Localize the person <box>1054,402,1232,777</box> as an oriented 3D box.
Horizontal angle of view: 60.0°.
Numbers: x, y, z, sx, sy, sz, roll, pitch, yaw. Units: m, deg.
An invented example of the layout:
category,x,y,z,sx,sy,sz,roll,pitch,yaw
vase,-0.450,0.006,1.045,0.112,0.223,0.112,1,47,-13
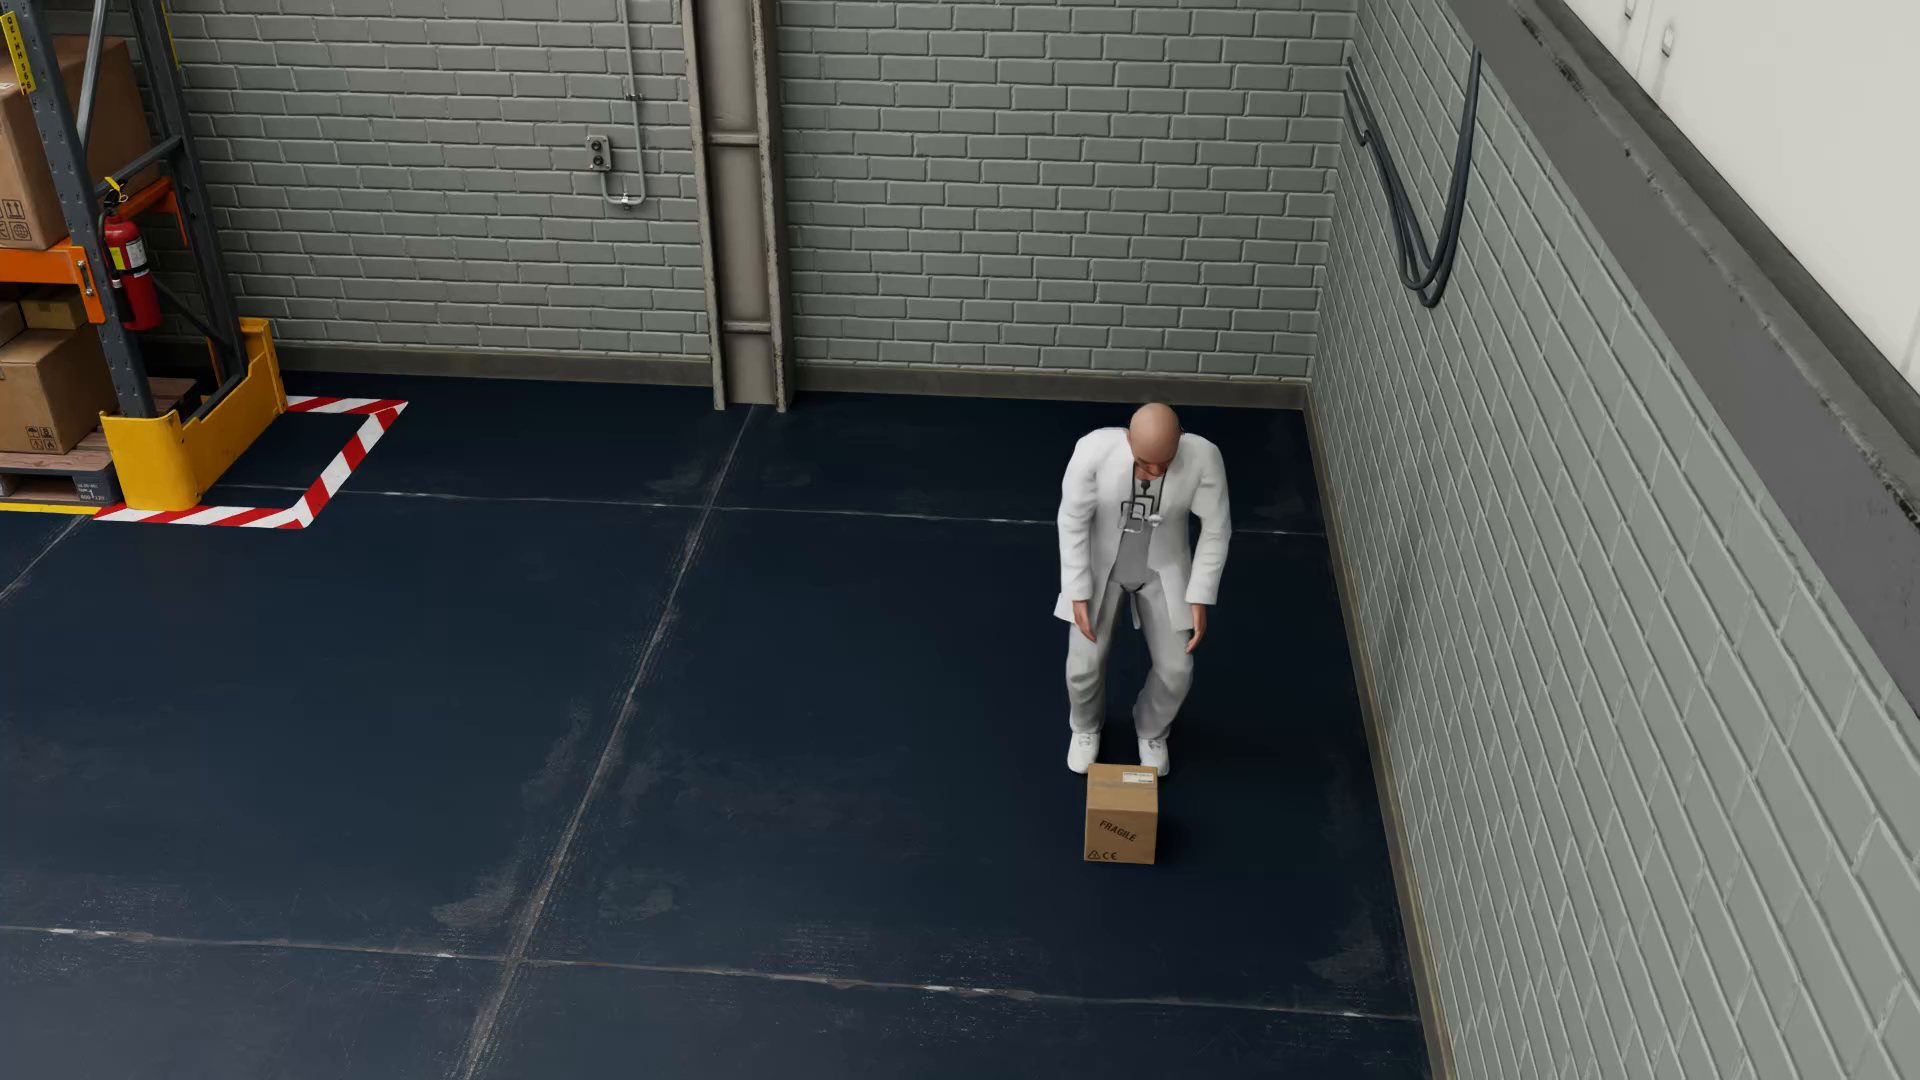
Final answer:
category,x,y,z,sx,sy,sz,roll,pitch,yaw
person,0.657,0.152,6.080,0.621,1.601,0.564,3,32,5
